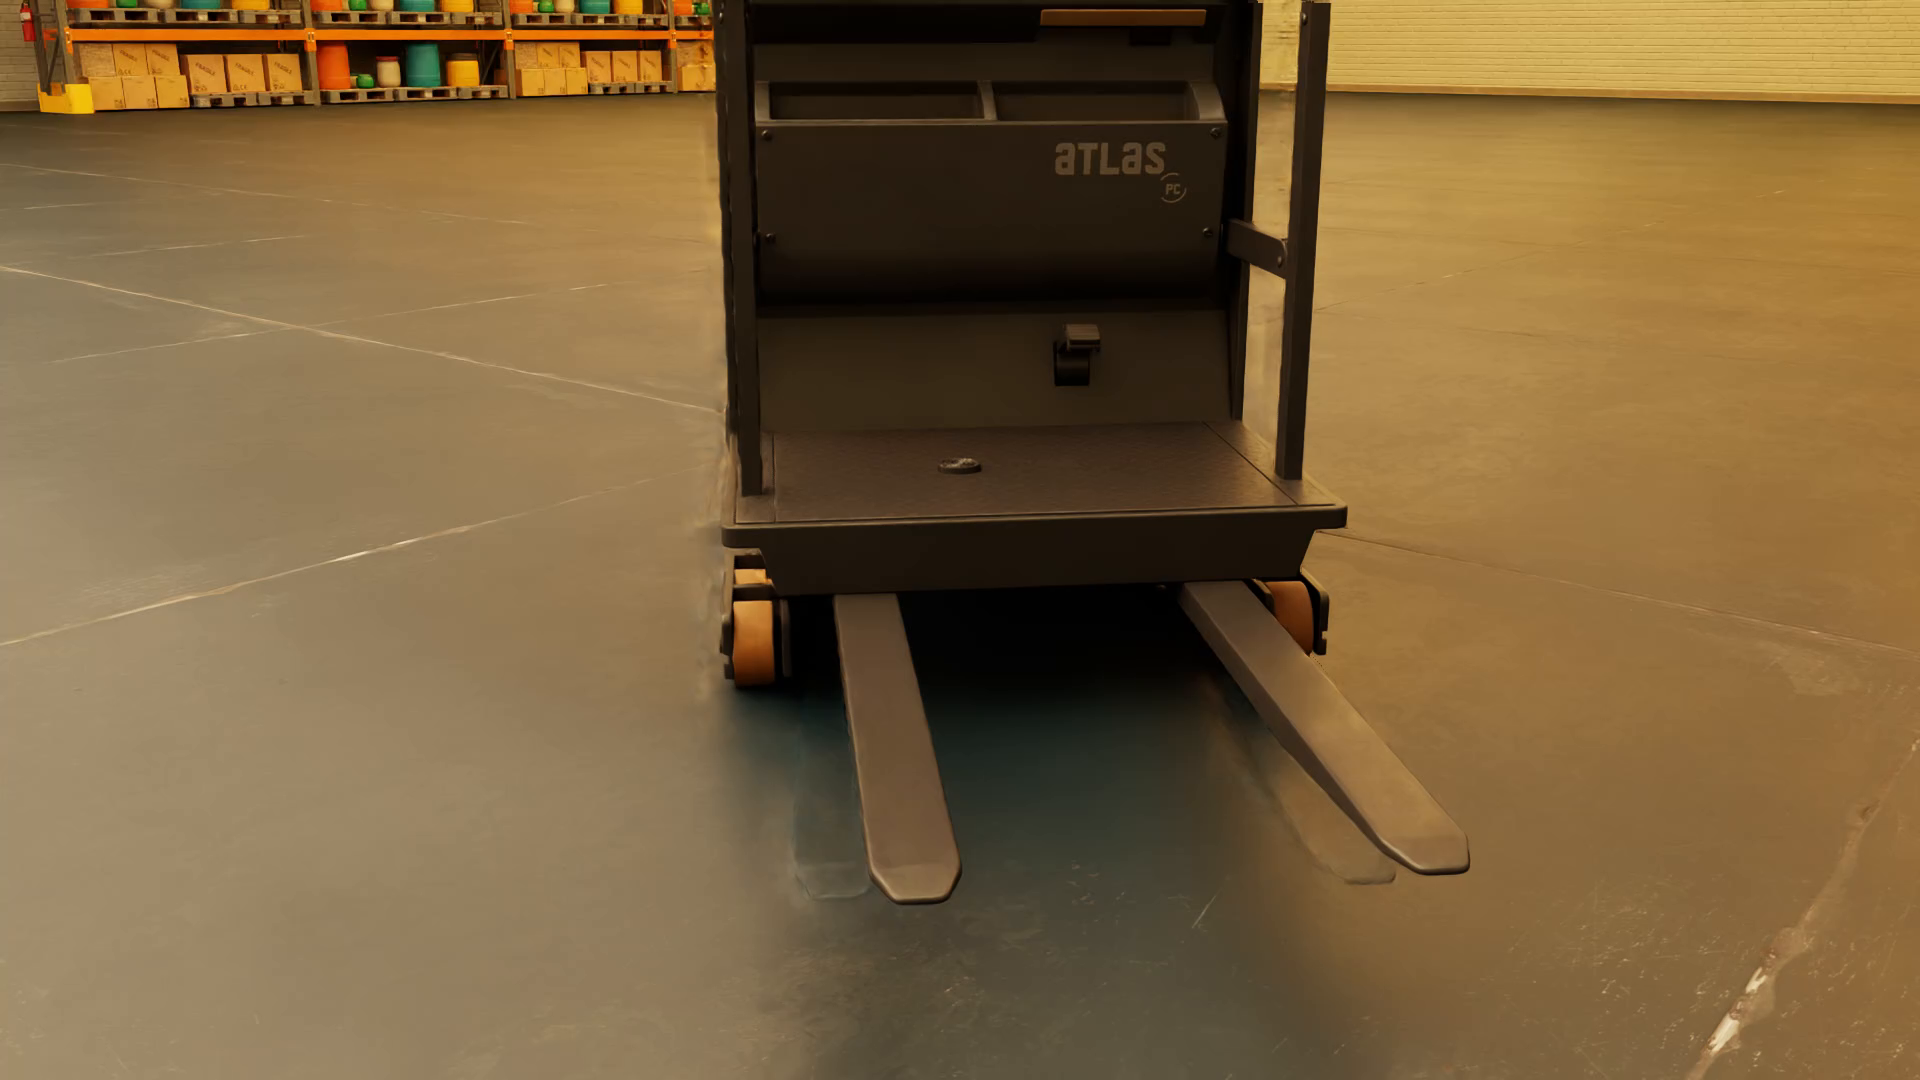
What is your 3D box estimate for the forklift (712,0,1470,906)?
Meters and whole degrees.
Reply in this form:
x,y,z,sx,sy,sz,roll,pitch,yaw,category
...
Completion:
x,y,z,sx,sy,sz,roll,pitch,yaw,category
0.087,-1.235,2.965,1.130,2.935,3.031,-2,17,-6,forklift
